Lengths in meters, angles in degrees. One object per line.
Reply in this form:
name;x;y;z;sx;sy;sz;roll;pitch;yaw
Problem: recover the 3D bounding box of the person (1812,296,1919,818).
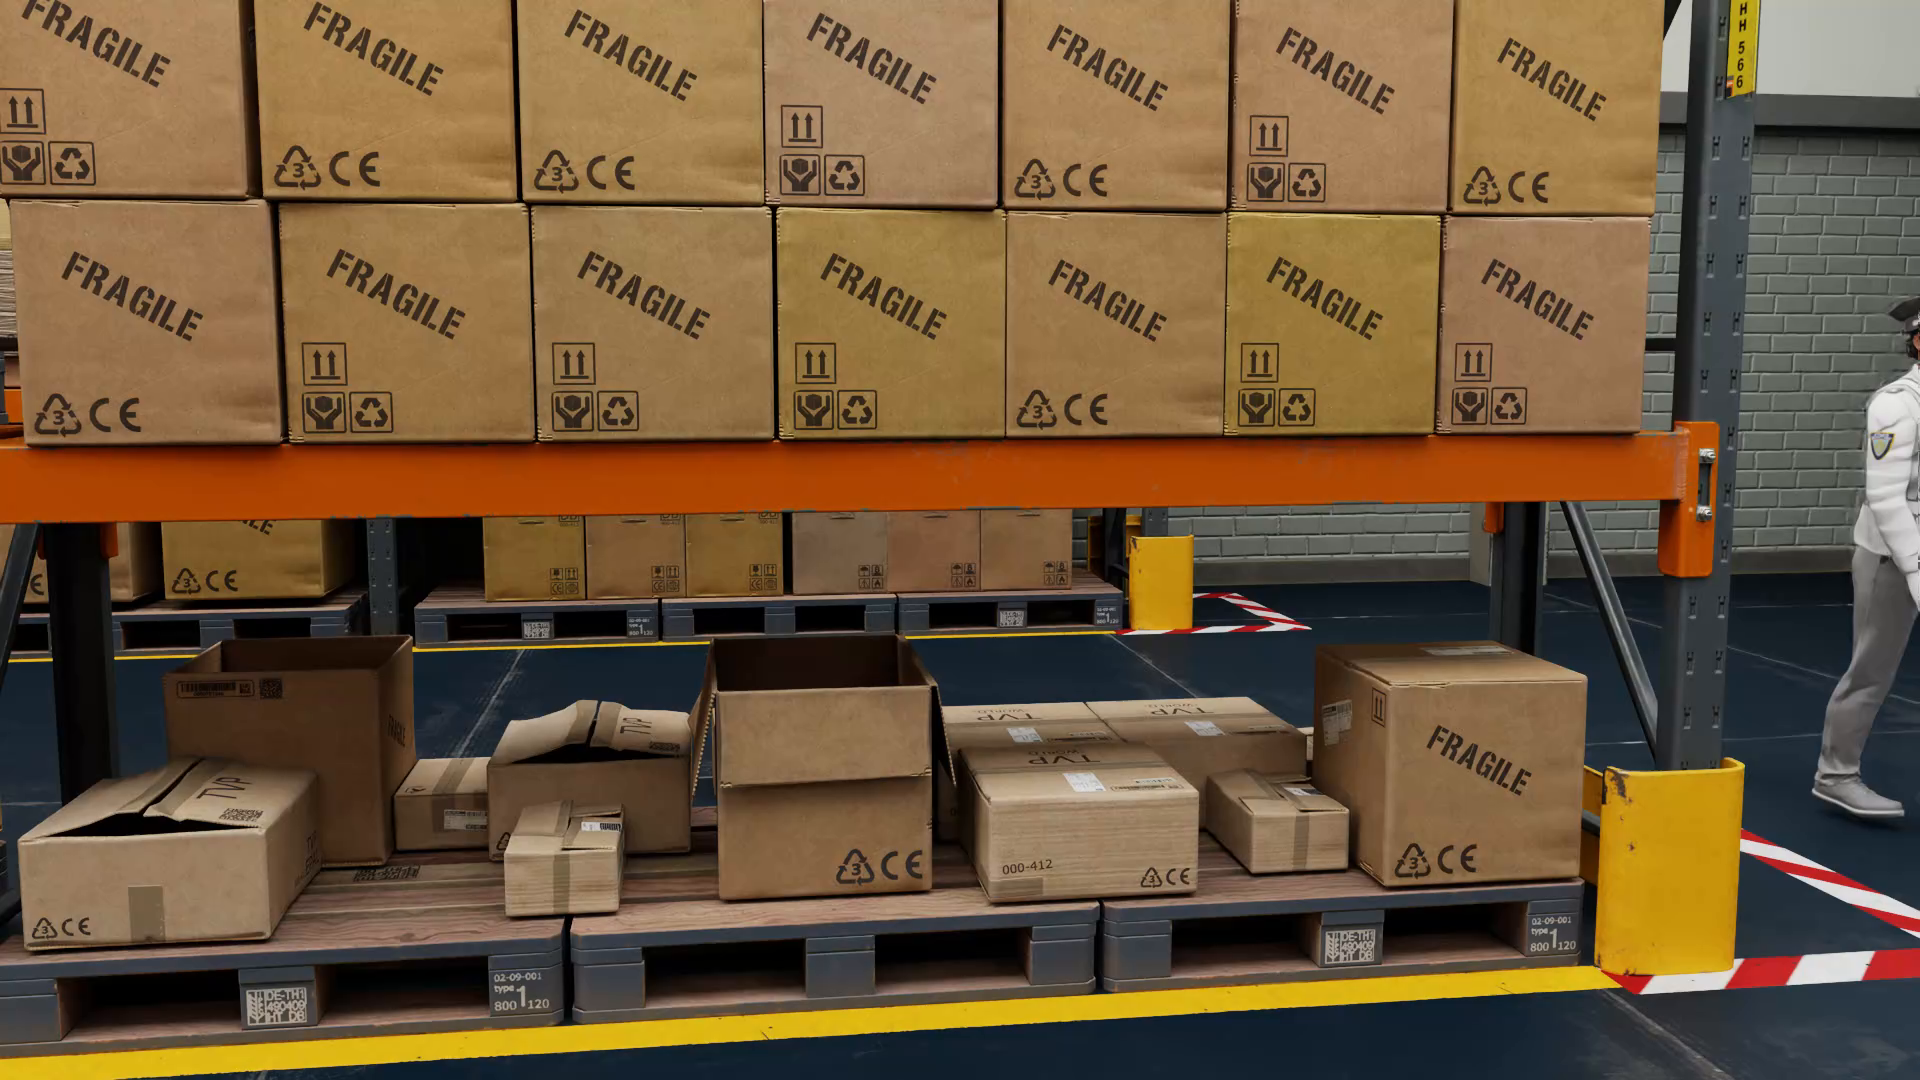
person;2.907;0.092;5.006;0.509;1.707;0.709;-2;7;-20
